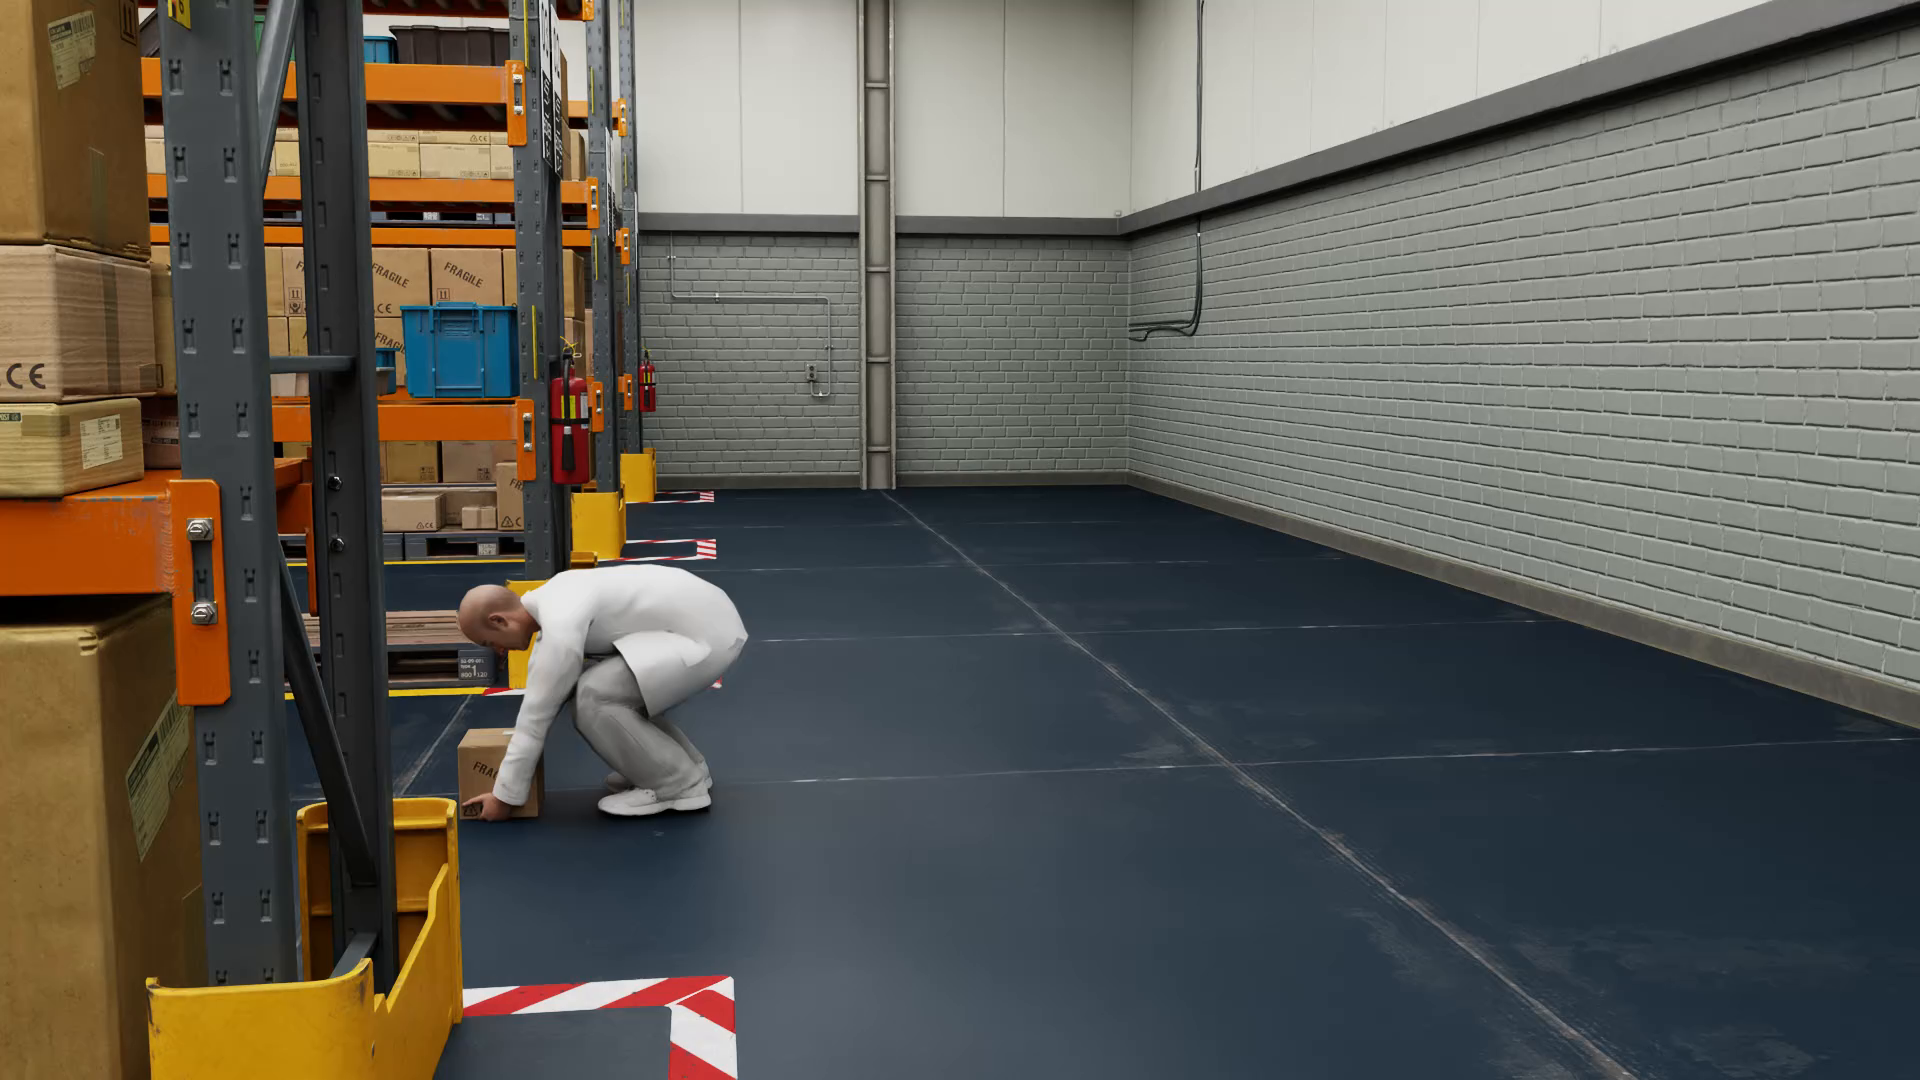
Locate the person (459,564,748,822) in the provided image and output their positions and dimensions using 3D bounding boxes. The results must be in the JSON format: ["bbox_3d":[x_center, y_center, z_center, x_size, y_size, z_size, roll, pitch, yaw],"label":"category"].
[{"bbox_3d":[-1.198,0.507,5.654,0.950,0.836,0.554,-1,6,-10],"label":"person"}]
